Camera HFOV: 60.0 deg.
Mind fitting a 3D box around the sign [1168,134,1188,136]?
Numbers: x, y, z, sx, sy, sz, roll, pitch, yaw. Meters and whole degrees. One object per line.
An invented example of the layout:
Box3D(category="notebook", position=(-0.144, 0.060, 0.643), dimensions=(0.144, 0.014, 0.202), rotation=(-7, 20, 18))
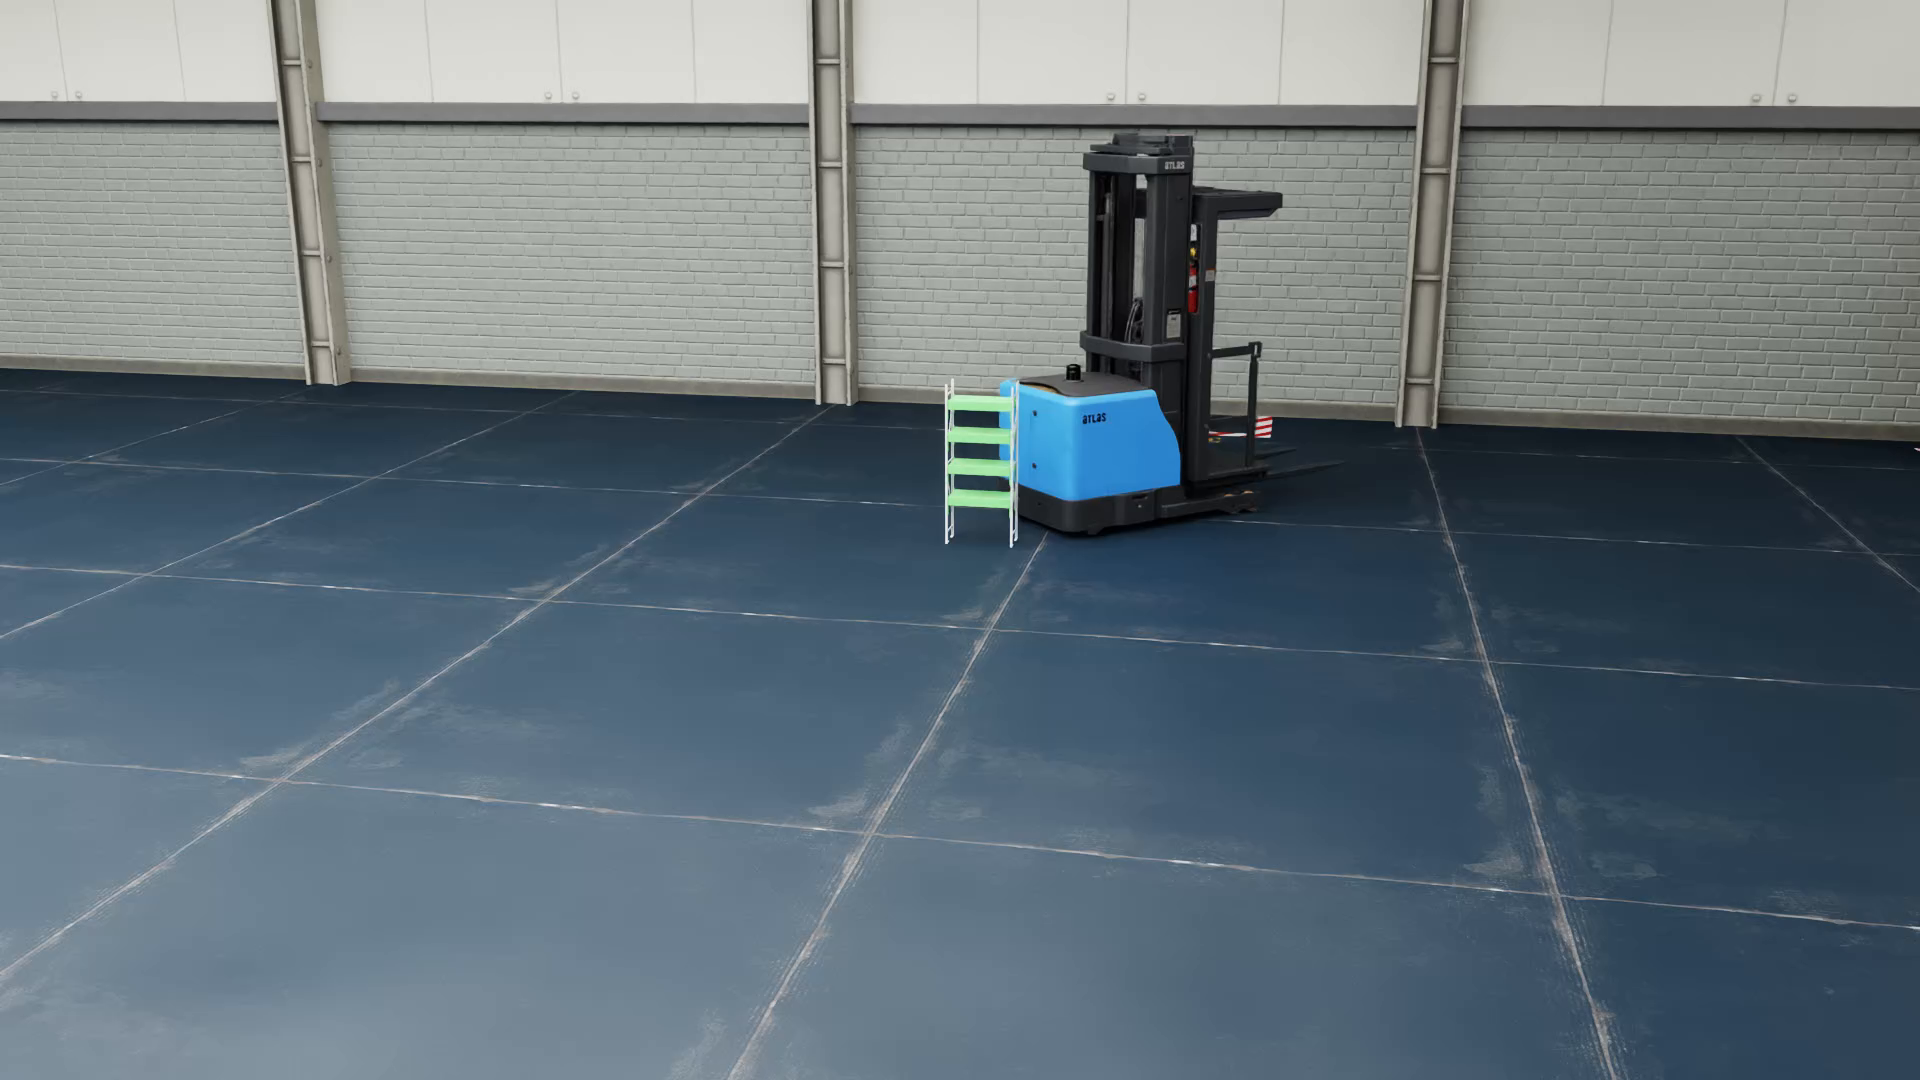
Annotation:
Box3D(category="sign", position=(2.164, -3.888, 16.566), dimensions=(0.199, 0.298, 0.001), rotation=(3, 16, 11))

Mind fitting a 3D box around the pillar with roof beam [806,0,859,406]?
Box3D(category="pillar with roof beam", position=(-2.172, -4.687, 12.555), dimensions=(0.400, 9.000, 9.100), rotation=(3, 16, 11))

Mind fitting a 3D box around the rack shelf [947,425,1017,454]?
Box3D(category="rack shelf", position=(0.162, -0.739, 12.253), dimensions=(0.480, 0.148, 0.258), rotation=(3, 16, 11))

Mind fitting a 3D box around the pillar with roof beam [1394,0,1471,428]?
Box3D(category="pillar with roof beam", position=(3.708, -4.368, 11.402), dimensions=(0.400, 9.000, 9.100), rotation=(3, 16, 11))

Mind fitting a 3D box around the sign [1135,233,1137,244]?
Box3D(category="sign", position=(1.633, -3.071, 16.898), dimensions=(0.331, 0.109, 0.001), rotation=(3, 16, 11))

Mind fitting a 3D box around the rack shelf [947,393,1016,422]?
Box3D(category="rack shelf", position=(0.162, -0.970, 12.189), dimensions=(0.480, 0.148, 0.258), rotation=(3, 16, 11))

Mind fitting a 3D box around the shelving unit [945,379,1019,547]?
Box3D(category="shelving unit", position=(0.162, -0.569, 12.300), dimensions=(0.503, 1.200, 0.258), rotation=(3, 16, 11))

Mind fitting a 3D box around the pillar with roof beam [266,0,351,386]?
Box3D(category="pillar with roof beam", position=(-8.051, -5.006, 13.707), dimensions=(0.400, 9.000, 9.100), rotation=(3, 16, 11))

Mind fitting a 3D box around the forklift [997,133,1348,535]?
Box3D(category="forklift", position=(1.817, -1.722, 13.218), dimensions=(3.031, 2.935, 1.130), rotation=(-9, 18, -31))

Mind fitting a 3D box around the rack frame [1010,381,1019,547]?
Box3D(category="rack frame", position=(0.401, -0.556, 12.253), dimensions=(0.015, 1.200, 0.240), rotation=(3, 16, 11))

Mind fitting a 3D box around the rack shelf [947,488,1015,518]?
Box3D(category="rack shelf", position=(0.162, -0.277, 12.381), dimensions=(0.480, 0.148, 0.258), rotation=(3, 16, 11))

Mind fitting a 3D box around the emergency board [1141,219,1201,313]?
Box3D(category="emergency board", position=(2.152, -2.744, 16.779), dimensions=(0.643, 1.169, 0.194), rotation=(3, 16, 11))

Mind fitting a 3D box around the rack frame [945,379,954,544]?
Box3D(category="rack frame", position=(-0.077, -0.582, 12.347), dimensions=(0.015, 1.200, 0.240), rotation=(3, 16, 11))

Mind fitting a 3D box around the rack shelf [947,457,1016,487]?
Box3D(category="rack shelf", position=(0.162, -0.508, 12.317), dimensions=(0.480, 0.148, 0.258), rotation=(3, 16, 11))
